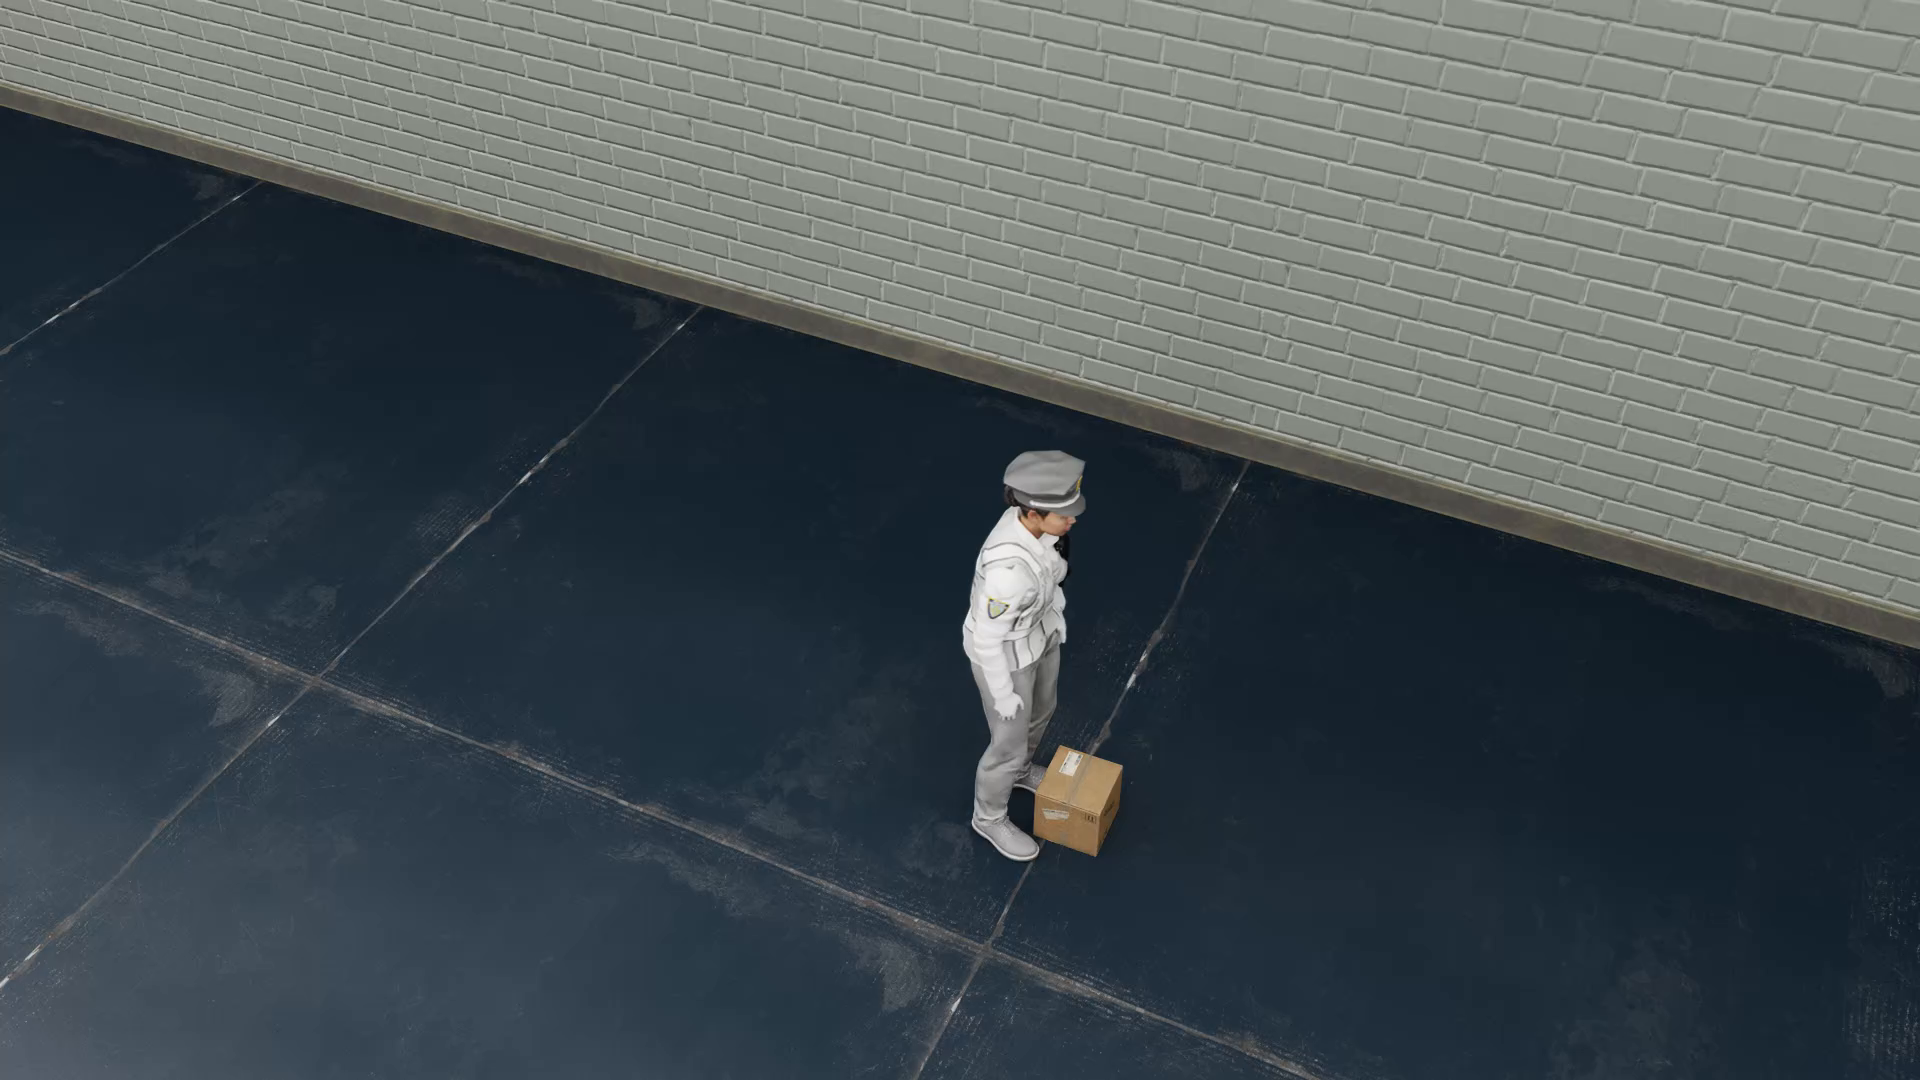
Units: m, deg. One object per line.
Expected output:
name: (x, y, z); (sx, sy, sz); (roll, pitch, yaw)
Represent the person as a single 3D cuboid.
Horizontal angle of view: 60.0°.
person: (0.215, 0.380, 5.739); (0.371, 1.663, 0.529); (18, 45, 19)
